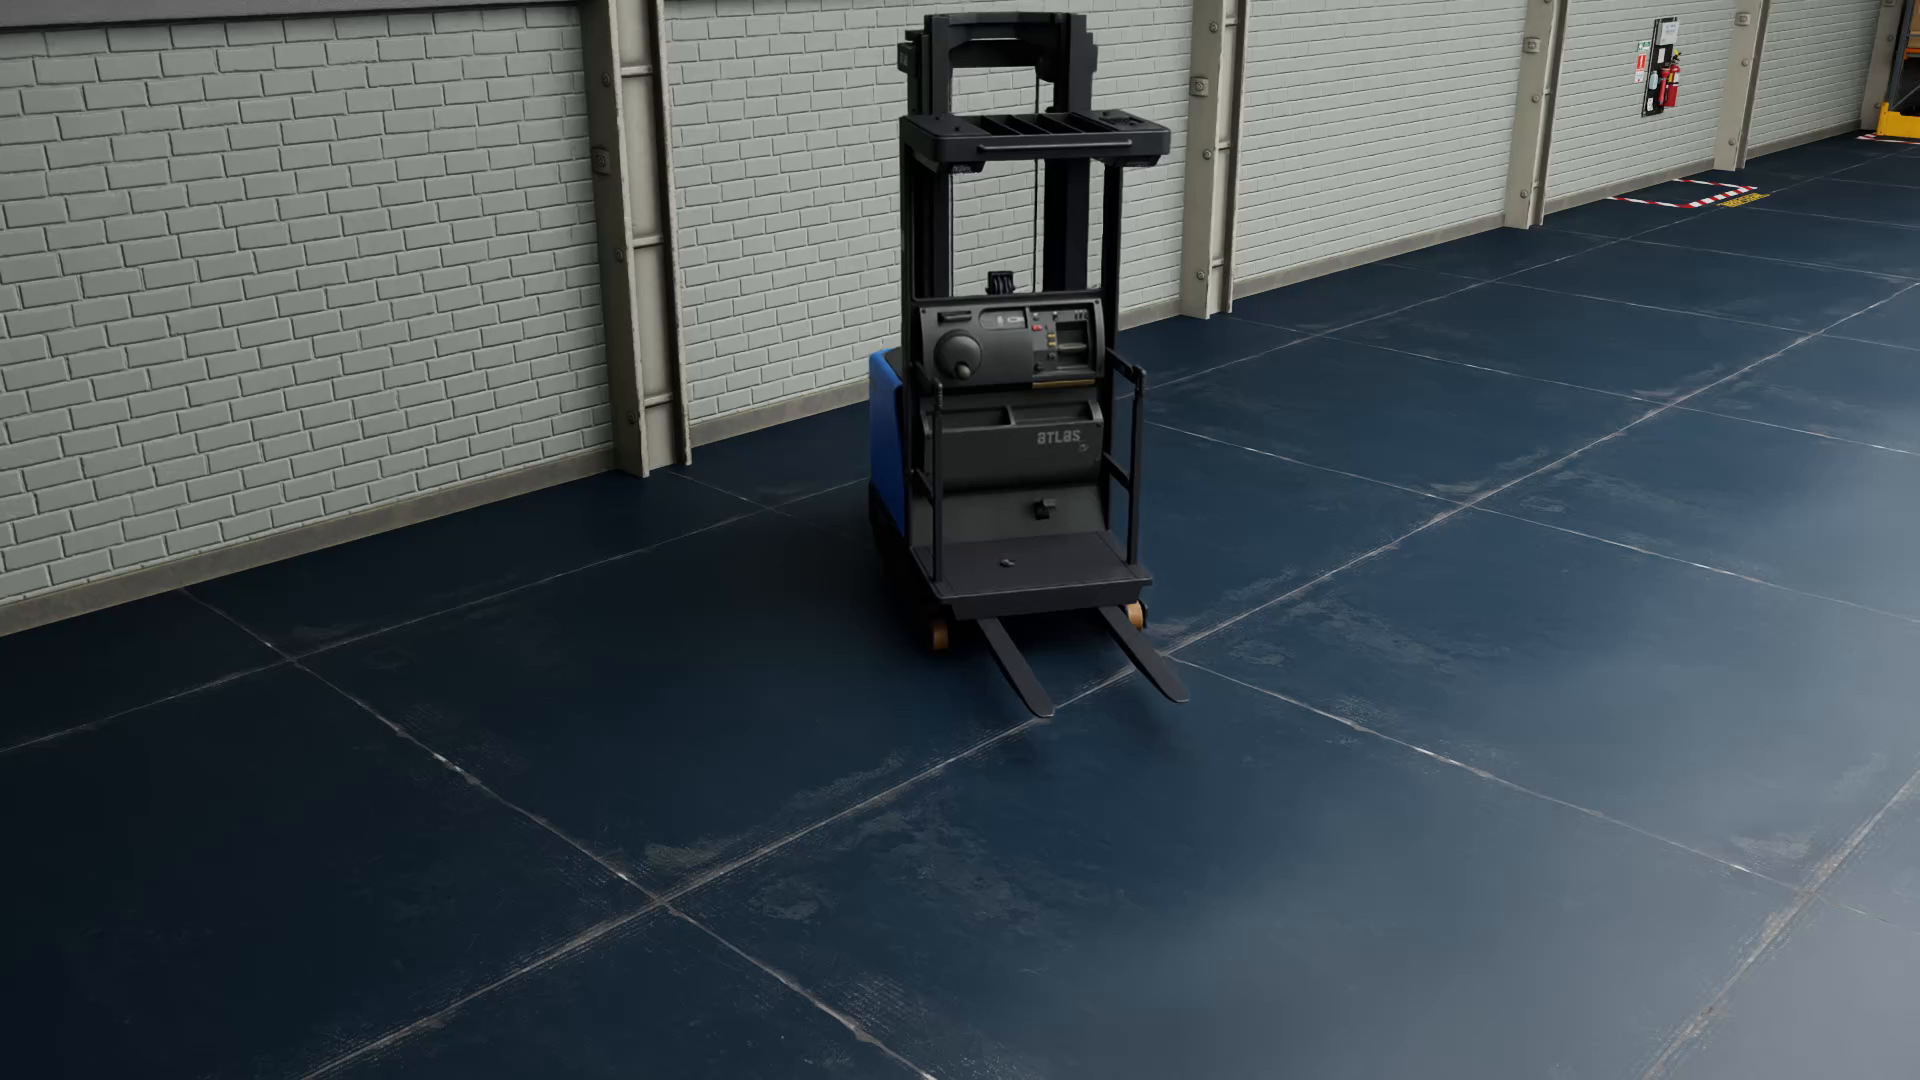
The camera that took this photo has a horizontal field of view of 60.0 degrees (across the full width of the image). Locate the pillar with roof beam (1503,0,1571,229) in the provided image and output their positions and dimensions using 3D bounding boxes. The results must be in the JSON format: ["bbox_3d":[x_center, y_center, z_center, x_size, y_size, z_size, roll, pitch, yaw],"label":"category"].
[{"bbox_3d":[9.459,-6.695,14.449,9.100,9.000,0.400,19,28,41],"label":"pillar with roof beam"}]

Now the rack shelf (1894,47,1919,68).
[{"bbox_3d":[16.272,-7.838,26.789,1.077,0.370,4.000,19,28,41],"label":"rack shelf"}]

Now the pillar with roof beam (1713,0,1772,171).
[{"bbox_3d":[13.645,-8.237,18.462,9.100,9.000,0.400,19,28,41],"label":"pillar with roof beam"}]

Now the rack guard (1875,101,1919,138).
[{"bbox_3d":[14.930,-6.513,25.822,1.175,0.500,0.348,19,28,41],"label":"rack guard"}]

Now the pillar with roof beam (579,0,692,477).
[{"bbox_3d":[1.088,-3.610,6.424,9.100,9.000,0.400,19,28,41],"label":"pillar with roof beam"}]

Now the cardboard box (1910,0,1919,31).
[{"bbox_3d":[15.054,-8.124,25.665,0.500,0.500,0.500,19,28,40],"label":"cardboard box"}]

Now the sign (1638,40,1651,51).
[{"bbox_3d":[8.359,-6.035,20.307,0.001,0.109,0.331,19,28,41],"label":"sign"}]

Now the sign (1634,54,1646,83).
[{"bbox_3d":[8.349,-5.789,20.404,0.001,0.329,0.234,19,28,41],"label":"sign"}]

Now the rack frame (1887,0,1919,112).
[{"bbox_3d":[14.877,-7.660,25.323,1.000,3.000,0.127,19,28,41],"label":"rack frame"}]

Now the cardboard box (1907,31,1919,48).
[{"bbox_3d":[15.064,-7.768,25.785,0.500,0.250,0.500,-20,28,-41],"label":"cardboard box"}]

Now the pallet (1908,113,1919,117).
[{"bbox_3d":[15.522,-6.578,26.394,1.003,0.211,1.213,19,28,41],"label":"pallet"}]

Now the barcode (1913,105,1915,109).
[{"bbox_3d":[15.150,-6.875,26.401,0.001,0.075,0.075,19,28,41],"label":"barcode"}]

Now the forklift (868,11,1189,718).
[{"bbox_3d":[0.311,-0.969,8.009,1.130,2.935,3.031,-5,22,-13],"label":"forklift"}]

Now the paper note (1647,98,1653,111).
[{"bbox_3d":[8.636,-5.449,20.798,0.016,0.148,0.142,19,28,41],"label":"paper note"}]

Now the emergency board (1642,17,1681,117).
[{"bbox_3d":[8.809,-5.888,20.713,0.194,1.169,0.643,19,28,41],"label":"emergency board"}]

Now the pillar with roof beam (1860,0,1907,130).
[{"bbox_3d":[17.830,-9.779,22.474,9.100,9.000,0.400,19,28,41],"label":"pillar with roof beam"}]

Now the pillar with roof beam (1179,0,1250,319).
[{"bbox_3d":[5.273,-5.152,10.436,9.100,9.000,0.400,19,28,41],"label":"pillar with roof beam"}]
